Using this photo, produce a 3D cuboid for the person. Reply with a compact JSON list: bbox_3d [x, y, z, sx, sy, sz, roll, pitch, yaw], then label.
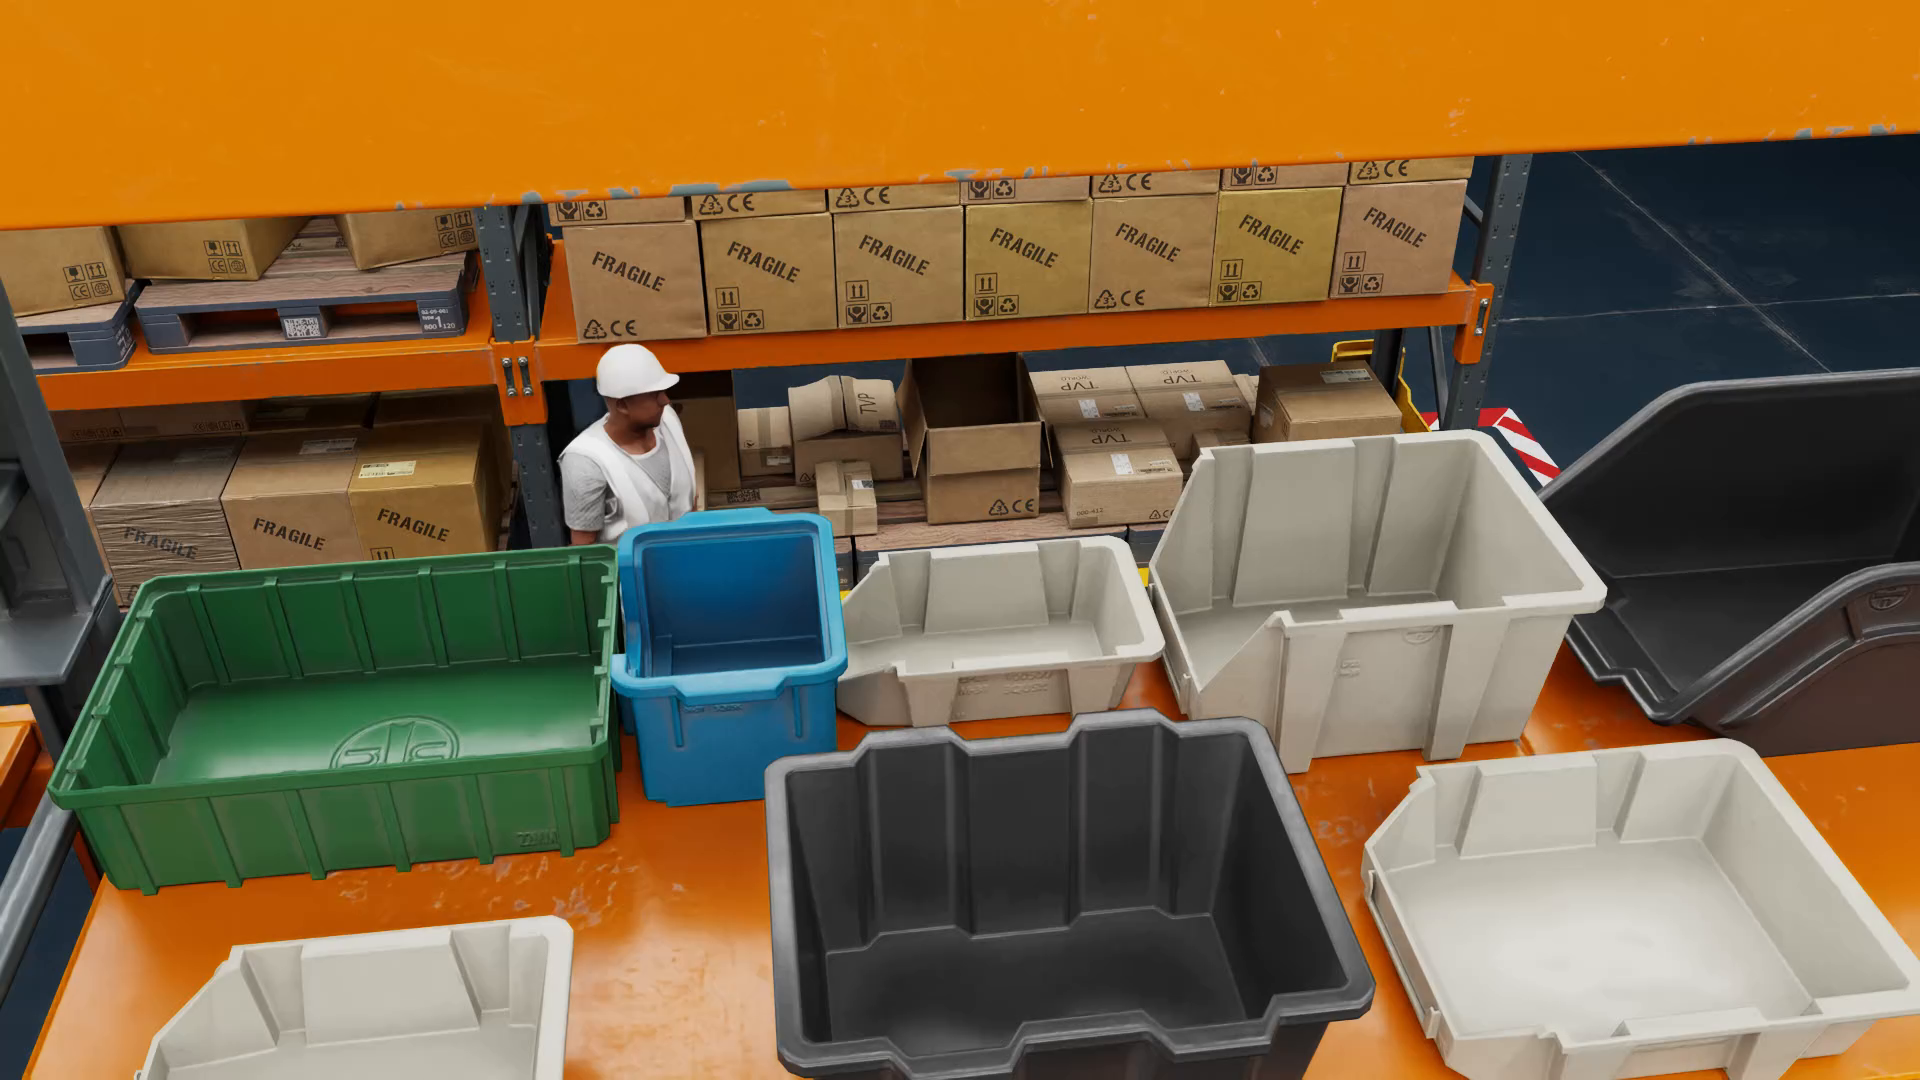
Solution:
[{"bbox_3d":[-1.105,0.111,5.925,0.485,1.785,0.584,24,41,31],"label":"person"}]
